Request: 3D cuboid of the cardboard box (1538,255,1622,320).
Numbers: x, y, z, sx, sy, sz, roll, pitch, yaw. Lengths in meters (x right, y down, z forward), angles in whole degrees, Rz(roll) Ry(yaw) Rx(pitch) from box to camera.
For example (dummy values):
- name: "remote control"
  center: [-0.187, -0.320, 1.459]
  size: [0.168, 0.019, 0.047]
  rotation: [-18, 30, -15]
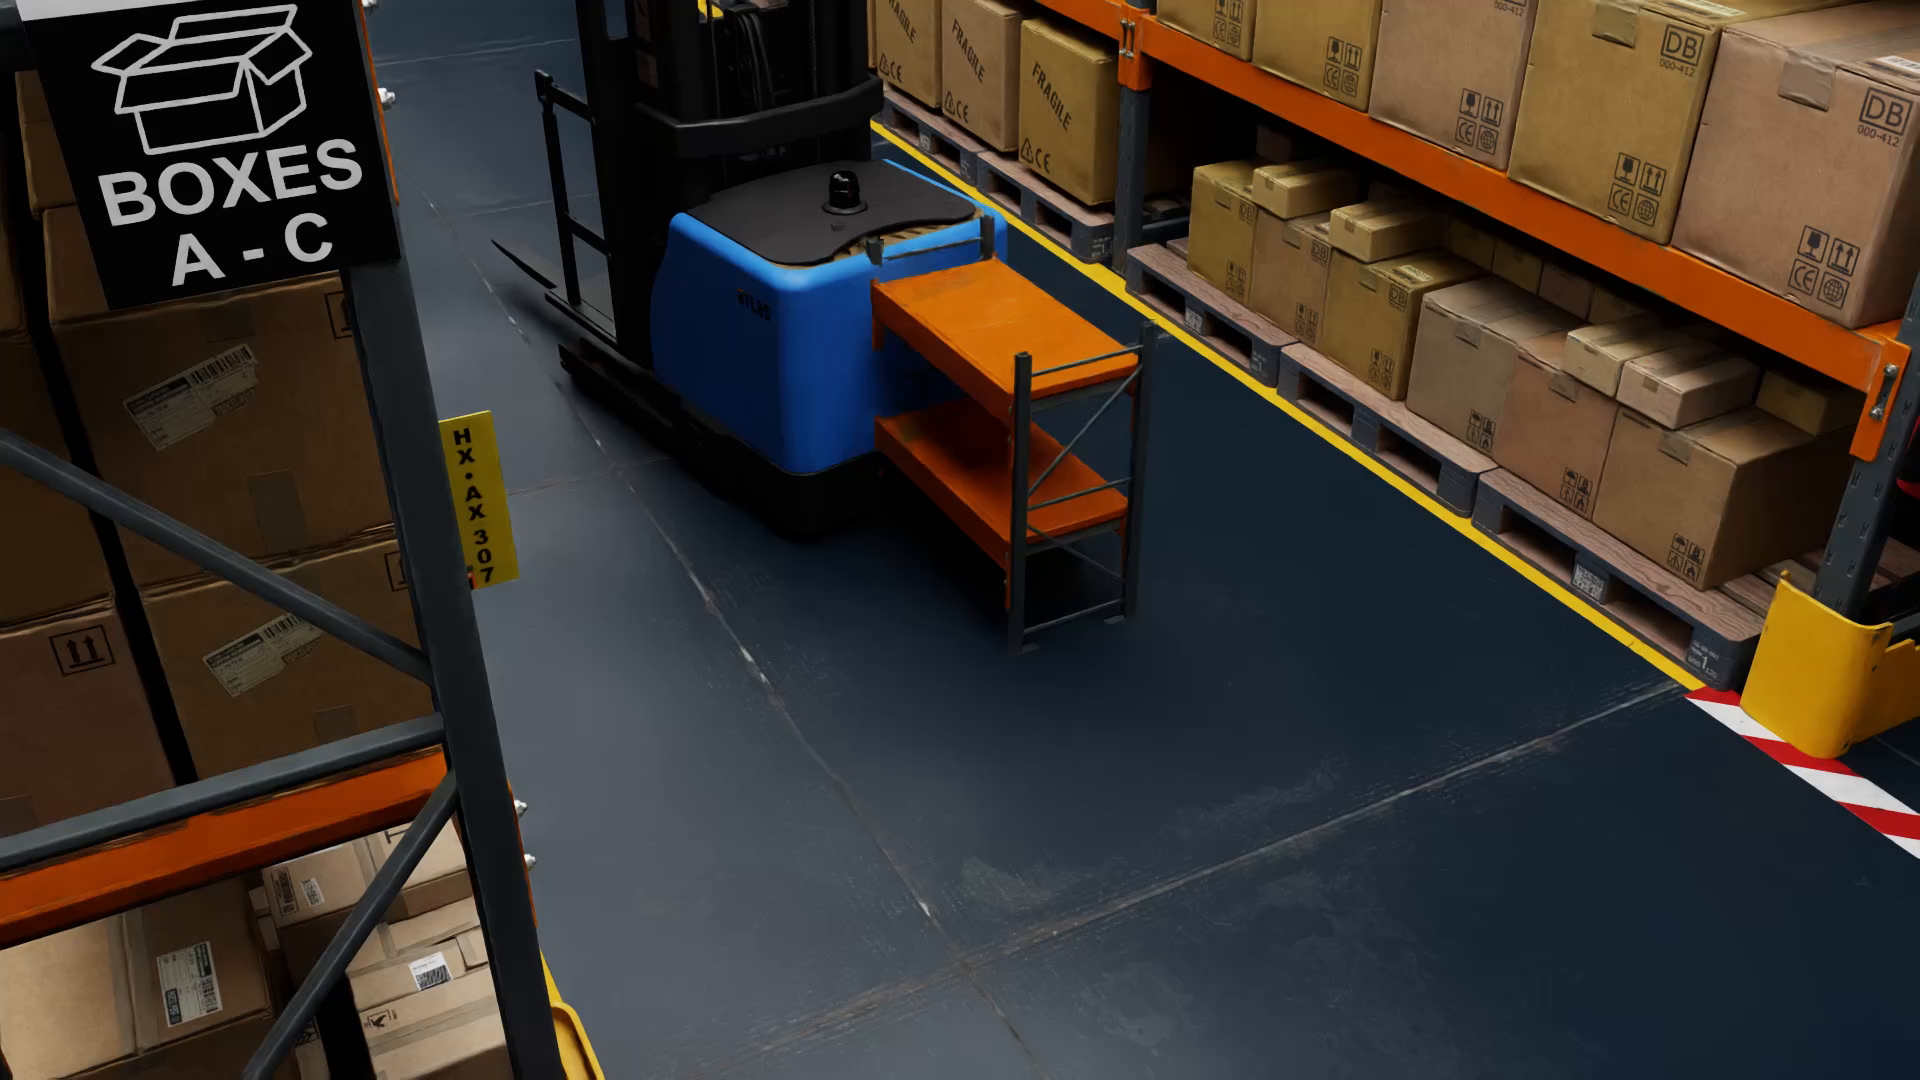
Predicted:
- name: "cardboard box"
  center: [2.444, -0.986, 6.336]
  size: [0.380, 0.149, 0.250]
  rotation: [-15, 36, -22]

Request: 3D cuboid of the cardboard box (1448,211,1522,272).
- name: "cardboard box"
  center: [2.207, -1.230, 6.715]
  size: [0.380, 0.149, 0.250]
  rotation: [-17, 36, -24]

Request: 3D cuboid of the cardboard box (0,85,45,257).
- name: "cardboard box"
  center: [-2.217, -0.653, 3.469]
  size: [0.500, 0.500, 0.500]
  rotation: [-15, 36, -22]

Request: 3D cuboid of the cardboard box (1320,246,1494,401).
- name: "cardboard box"
  center: [1.958, -0.972, 6.914]
  size: [0.700, 0.500, 0.500]
  rotation: [-15, 36, -22]

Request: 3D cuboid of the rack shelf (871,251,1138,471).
- name: "rack shelf"
  center: [0.144, -0.634, 5.651]
  size: [0.538, 0.278, 1.000]
  rotation: [-16, 36, -24]

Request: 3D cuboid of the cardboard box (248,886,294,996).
- name: "cardboard box"
  center: [-1.865, 1.035, 4.073]
  size: [0.380, 0.166, 0.250]
  rotation: [-16, 36, -23]

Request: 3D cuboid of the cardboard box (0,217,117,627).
- name: "cardboard box"
  center: [-1.735, -0.166, 2.708]
  size: [0.500, 0.500, 0.500]
  rotation: [-16, 36, -24]

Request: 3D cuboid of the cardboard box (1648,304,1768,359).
- name: "cardboard box"
  center: [2.680, -0.746, 5.960]
  size: [0.380, 0.149, 0.250]
  rotation: [-16, 36, -23]

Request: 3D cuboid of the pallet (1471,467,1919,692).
- name: "pallet"
  center: [2.655, 0.005, 6.046]
  size: [1.003, 0.211, 1.213]
  rotation: [-16, 36, -23]

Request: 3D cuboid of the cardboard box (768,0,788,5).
- name: "cardboard box"
  center: [-1.015, -4.088, 11.760]
  size: [0.700, 0.500, 0.500]
  rotation: [-15, 36, -22]

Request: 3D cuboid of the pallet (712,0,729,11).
- name: "pallet"
  center: [-1.561, -4.406, 12.931]
  size: [1.003, 0.211, 1.213]
  rotation: [-16, 36, -23]

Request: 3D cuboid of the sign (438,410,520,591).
- name: "sign"
  center: [-0.804, -0.060, 2.761]
  size: [0.100, 0.325, 0.005]
  rotation: [-16, 36, -23]

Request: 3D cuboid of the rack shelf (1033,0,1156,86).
- name: "rack shelf"
  center: [0.299, -3.368, 9.393]
  size: [1.077, 0.370, 4.000]
  rotation: [-16, 36, -23]

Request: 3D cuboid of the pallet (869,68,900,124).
- name: "pallet"
  center: [-0.333, -3.056, 10.824]
  size: [1.003, 0.211, 1.213]
  rotation: [-16, 36, -23]

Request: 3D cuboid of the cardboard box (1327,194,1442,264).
- name: "cardboard box"
  center: [1.731, -1.272, 6.782]
  size: [0.380, 0.149, 0.250]
  rotation: [-17, 36, -24]

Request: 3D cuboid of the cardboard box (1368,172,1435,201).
- name: "cardboard box"
  center: [1.968, -1.473, 7.096]
  size: [0.380, 0.149, 0.250]
  rotation: [-17, 36, -25]

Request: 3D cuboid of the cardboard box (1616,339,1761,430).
- name: "cardboard box"
  center: [2.461, -0.529, 5.621]
  size: [0.380, 0.149, 0.250]
  rotation: [-16, 36, -24]

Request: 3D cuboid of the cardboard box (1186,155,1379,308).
- name: "cardboard box"
  center: [1.490, -1.458, 7.672]
  size: [0.700, 0.500, 0.500]
  rotation: [-15, 36, -23]

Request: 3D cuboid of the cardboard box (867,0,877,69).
- name: "cardboard box"
  center: [-0.407, -3.513, 10.556]
  size: [0.750, 0.750, 0.750]
  rotation: [-16, 36, -24]

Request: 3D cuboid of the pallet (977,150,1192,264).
- name: "pallet"
  center: [0.805, -1.891, 9.006]
  size: [1.003, 0.211, 1.213]
  rotation: [-16, 36, -23]

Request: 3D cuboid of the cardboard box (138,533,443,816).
- name: "cardboard box"
  center: [-1.258, 0.120, 3.189]
  size: [0.500, 0.500, 0.500]
  rotation: [-15, 36, -22]

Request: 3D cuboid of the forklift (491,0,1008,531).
- name: "forklift"
  center: [-1.108, -2.002, 6.657]
  size: [1.130, 2.935, 3.031]
  rotation: [-23, 39, -31]

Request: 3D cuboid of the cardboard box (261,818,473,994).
- name: "cardboard box"
  center: [-1.520, 0.844, 4.293]
  size: [0.500, 0.250, 0.500]
  rotation: [-16, 36, -23]

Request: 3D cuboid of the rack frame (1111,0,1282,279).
- name: "rack frame"
  center: [1.232, -2.716, 7.709]
  size: [1.000, 3.000, 0.127]
  rotation: [-16, 36, -23]

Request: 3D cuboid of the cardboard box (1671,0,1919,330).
- name: "cardboard box"
  center: [2.850, -1.174, 5.024]
  size: [0.980, 0.700, 0.700]
  rotation: [-14, 35, -21]

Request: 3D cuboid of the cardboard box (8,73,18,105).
- name: "cardboard box"
  center: [-2.698, -1.144, 4.236]
  size: [0.500, 0.500, 0.500]
  rotation: [-17, 36, -24]

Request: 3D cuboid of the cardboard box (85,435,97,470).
- name: "cardboard box"
  center: [-1.979, 0.007, 3.366]
  size: [0.500, 0.500, 0.500]
  rotation: [-16, 36, -23]

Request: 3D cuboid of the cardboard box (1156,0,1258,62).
- name: "cardboard box"
  center: [1.470, -2.579, 7.217]
  size: [0.980, 0.700, 0.700]
  rotation: [-15, 36, -22]

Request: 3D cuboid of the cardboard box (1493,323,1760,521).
- name: "cardboard box"
  center: [2.448, -0.479, 6.145]
  size: [0.700, 0.500, 0.500]
  rotation: [-16, 36, -23]

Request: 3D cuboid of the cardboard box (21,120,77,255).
- name: "cardboard box"
  center: [-1.508, -0.548, 3.305]
  size: [0.500, 0.500, 0.500]
  rotation: [-15, 36, -23]

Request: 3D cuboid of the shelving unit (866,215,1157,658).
- name: "shelving unit"
  center: [0.143, -0.387, 5.808]
  size: [0.538, 1.125, 1.048]
  rotation: [-16, 36, -24]

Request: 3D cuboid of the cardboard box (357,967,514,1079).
- name: "cardboard box"
  center: [-1.175, 1.170, 3.879]
  size: [0.380, 0.149, 0.250]
  rotation: [-16, 36, -23]

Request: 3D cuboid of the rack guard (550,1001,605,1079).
- name: "rack guard"
  center: [-1.319, 1.457, 3.513]
  size: [1.175, 0.500, 0.348]
  rotation: [-16, 36, -23]

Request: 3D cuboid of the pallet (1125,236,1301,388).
- name: "pallet"
  center: [1.517, -1.159, 7.864]
  size: [1.003, 0.211, 1.213]
  rotation: [-16, 36, -23]

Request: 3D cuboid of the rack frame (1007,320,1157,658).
- name: "rack frame"
  center: [0.389, -0.147, 5.434]
  size: [0.500, 1.125, 0.032]
  rotation: [-16, 36, -24]

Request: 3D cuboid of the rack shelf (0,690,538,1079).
- name: "rack shelf"
  center: [-2.217, -0.211, 4.465]
  size: [1.077, 0.370, 4.000]
  rotation: [-16, 36, -23]

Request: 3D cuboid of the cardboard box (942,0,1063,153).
- name: "cardboard box"
  center: [0.396, -2.689, 9.269]
  size: [0.750, 0.750, 0.750]
  rotation: [-15, 35, -22]

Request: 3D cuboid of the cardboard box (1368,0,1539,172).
- name: "cardboard box"
  center: [2.153, -1.885, 6.133]
  size: [0.980, 0.700, 0.700]
  rotation: [-18, 37, -25]
